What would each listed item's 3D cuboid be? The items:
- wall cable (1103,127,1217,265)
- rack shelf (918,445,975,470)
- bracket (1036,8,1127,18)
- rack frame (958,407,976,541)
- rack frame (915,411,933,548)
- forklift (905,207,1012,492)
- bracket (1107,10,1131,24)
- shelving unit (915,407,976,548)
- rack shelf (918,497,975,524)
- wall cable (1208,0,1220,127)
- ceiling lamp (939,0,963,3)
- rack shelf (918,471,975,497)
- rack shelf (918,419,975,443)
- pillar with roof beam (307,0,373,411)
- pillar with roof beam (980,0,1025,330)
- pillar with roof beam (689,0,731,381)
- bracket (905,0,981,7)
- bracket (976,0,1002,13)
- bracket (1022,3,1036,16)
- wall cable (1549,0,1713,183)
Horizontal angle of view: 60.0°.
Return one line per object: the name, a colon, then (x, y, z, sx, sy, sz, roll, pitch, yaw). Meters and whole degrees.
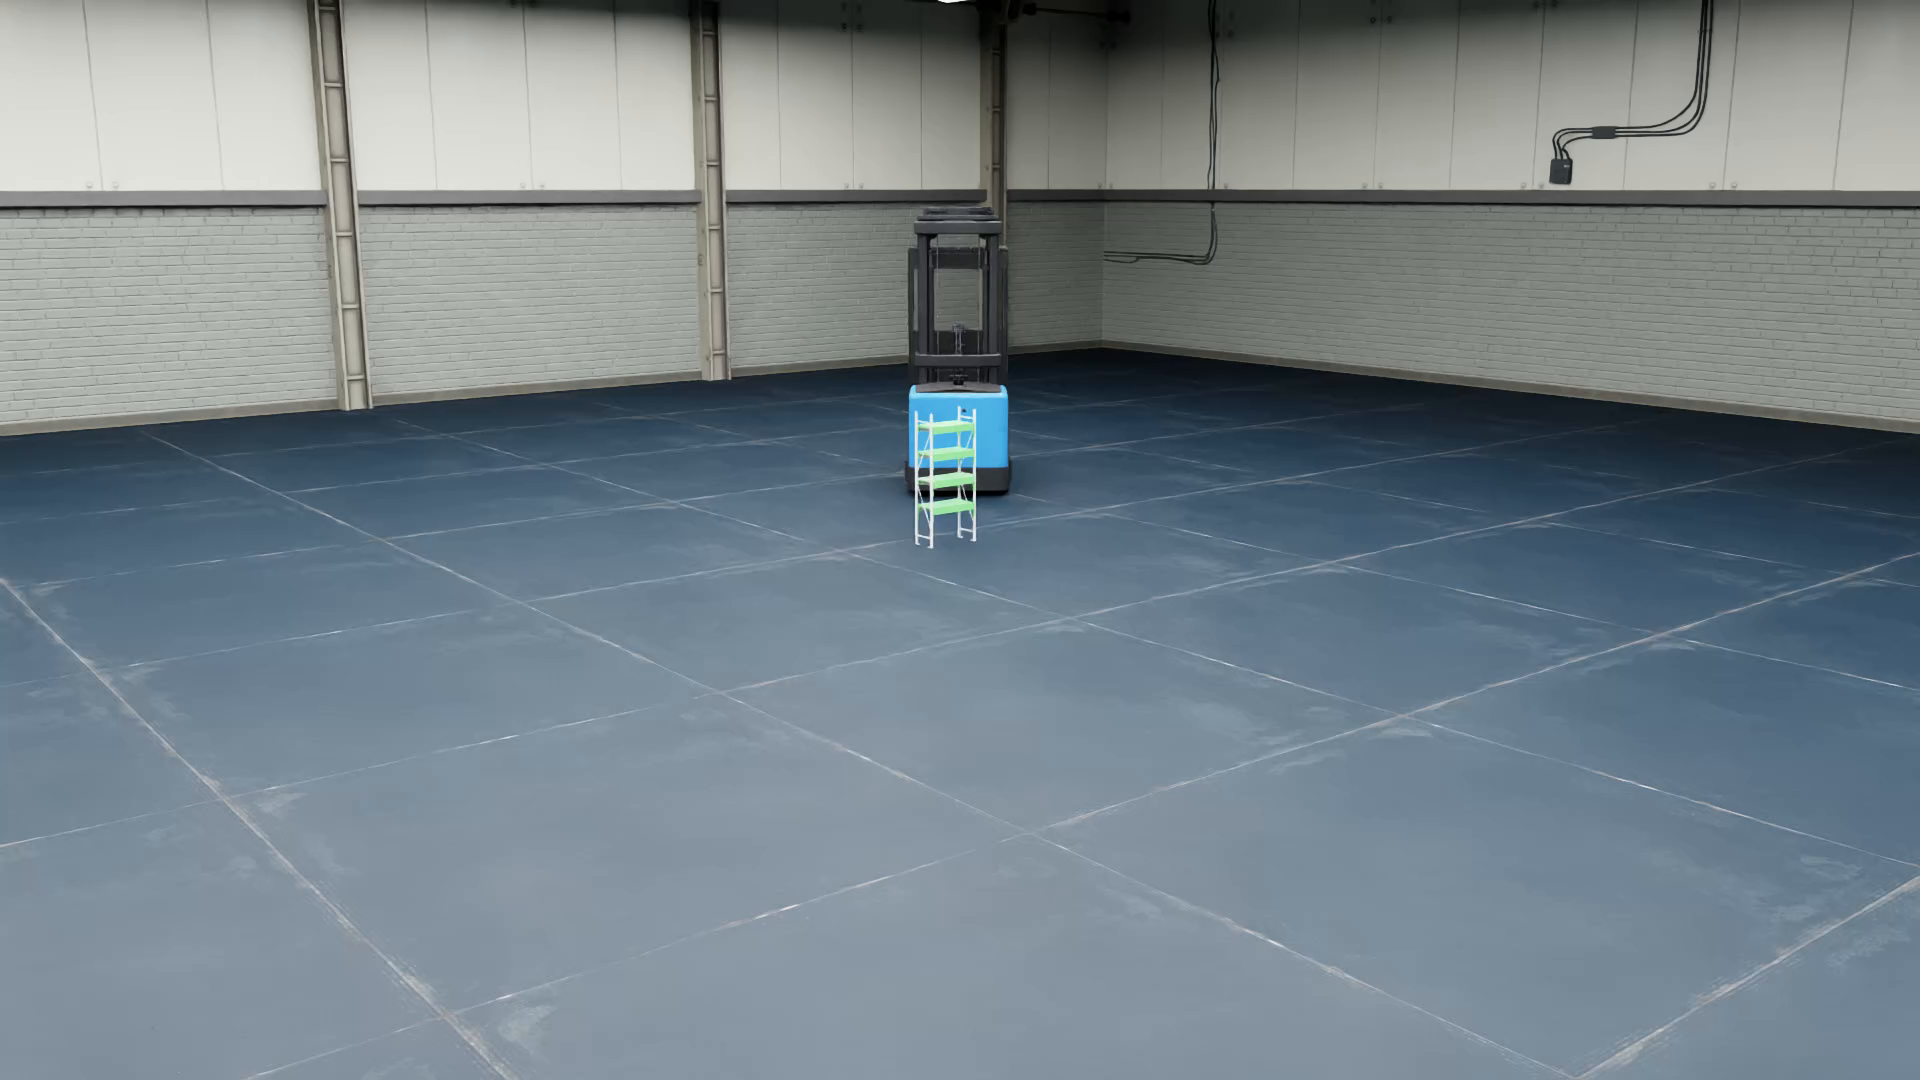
wall cable: (3.741, -6.512, 31.609, 0.112, 2.526, 3.097, -9, 15, -38)
rack shelf: (-0.129, -0.738, 14.866, 0.480, 0.148, 0.258, -9, 15, -38)
bracket: (2.550, -9.851, 31.192, 3.189, 0.066, 0.076, -9, 15, -38)
rack frame: (0.061, -0.597, 15.052, 0.015, 1.200, 0.240, -9, 15, -38)
rack frame: (-0.320, -0.534, 14.754, 0.015, 1.200, 0.240, -9, 15, -38)
forklift: (-0.023, -2.188, 18.376, 1.130, 2.935, 3.031, 0, 12, 0)
bracket: (3.011, -9.928, 31.553, 0.430, 0.232, 0.235, -9, 15, -38)
shelving unit: (-0.129, -0.565, 14.903, 0.503, 1.200, 0.258, -9, 15, -38)
rack shelf: (-0.129, -0.268, 14.966, 0.480, 0.148, 0.258, -9, 15, -38)
wall cable: (5.431, -8.544, 29.018, 0.112, 2.526, 3.097, -9, 15, -38)
ceiling lamp: (0.564, -9.447, 23.900, 0.800, 3.185, 2.000, -9, 15, -38)
rack shelf: (-0.129, -0.503, 14.916, 0.480, 0.148, 0.258, -9, 15, -38)
rack shelf: (-0.129, -0.972, 14.817, 0.480, 0.148, 0.258, -9, 15, -38)
pillar with roof beam: (-6.066, -5.608, 19.875, 0.400, 9.000, 9.100, -9, 15, -38)
pillar with roof beam: (3.304, -7.165, 27.208, 0.548, 9.000, 9.100, -9, 15, -38)
pillar with roof beam: (-1.381, -6.387, 23.541, 0.548, 9.000, 9.100, -9, 15, -38)
bracket: (-1.500, -9.178, 28.023, 4.783, 0.066, 0.076, -9, 15, -38)
bracket: (0.512, -9.513, 29.597, 0.430, 0.232, 0.235, -9, 15, -38)
bracket: (1.161, -9.620, 30.104, 0.430, 0.232, 0.235, -9, 15, -38)
wall cable: (9.659, -8.153, 23.672, 0.169, 6.003, 2.305, -9, 15, -38)
